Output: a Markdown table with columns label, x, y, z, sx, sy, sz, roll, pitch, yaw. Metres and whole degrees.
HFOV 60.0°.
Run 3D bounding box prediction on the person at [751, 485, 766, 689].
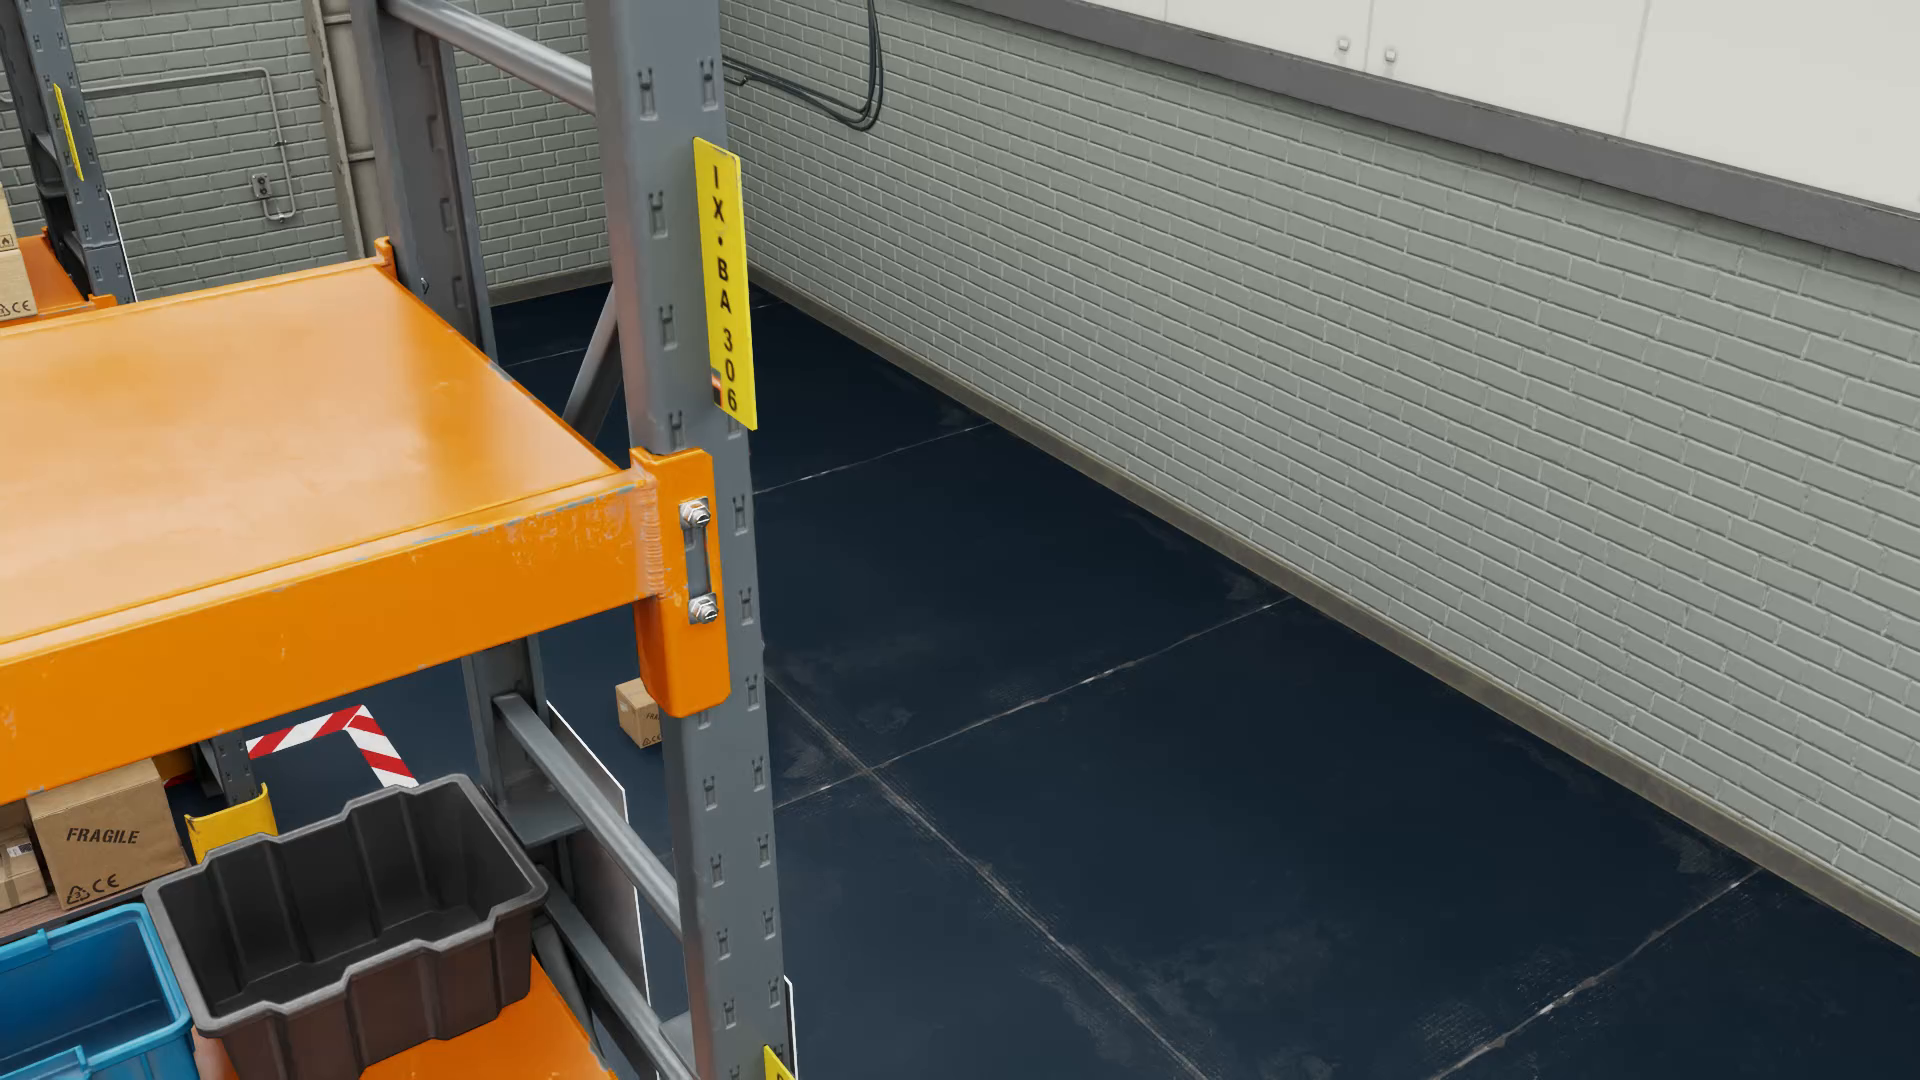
| label | x | y | z | sx | sy | sz | roll | pitch | yaw |
| --- | --- | --- | --- | --- | --- | --- | --- | --- | --- |
| person | -1.205 | 0.139 | 8.452 | 0.347 | 1.652 | 0.460 | -18 | 33 | -29 |
